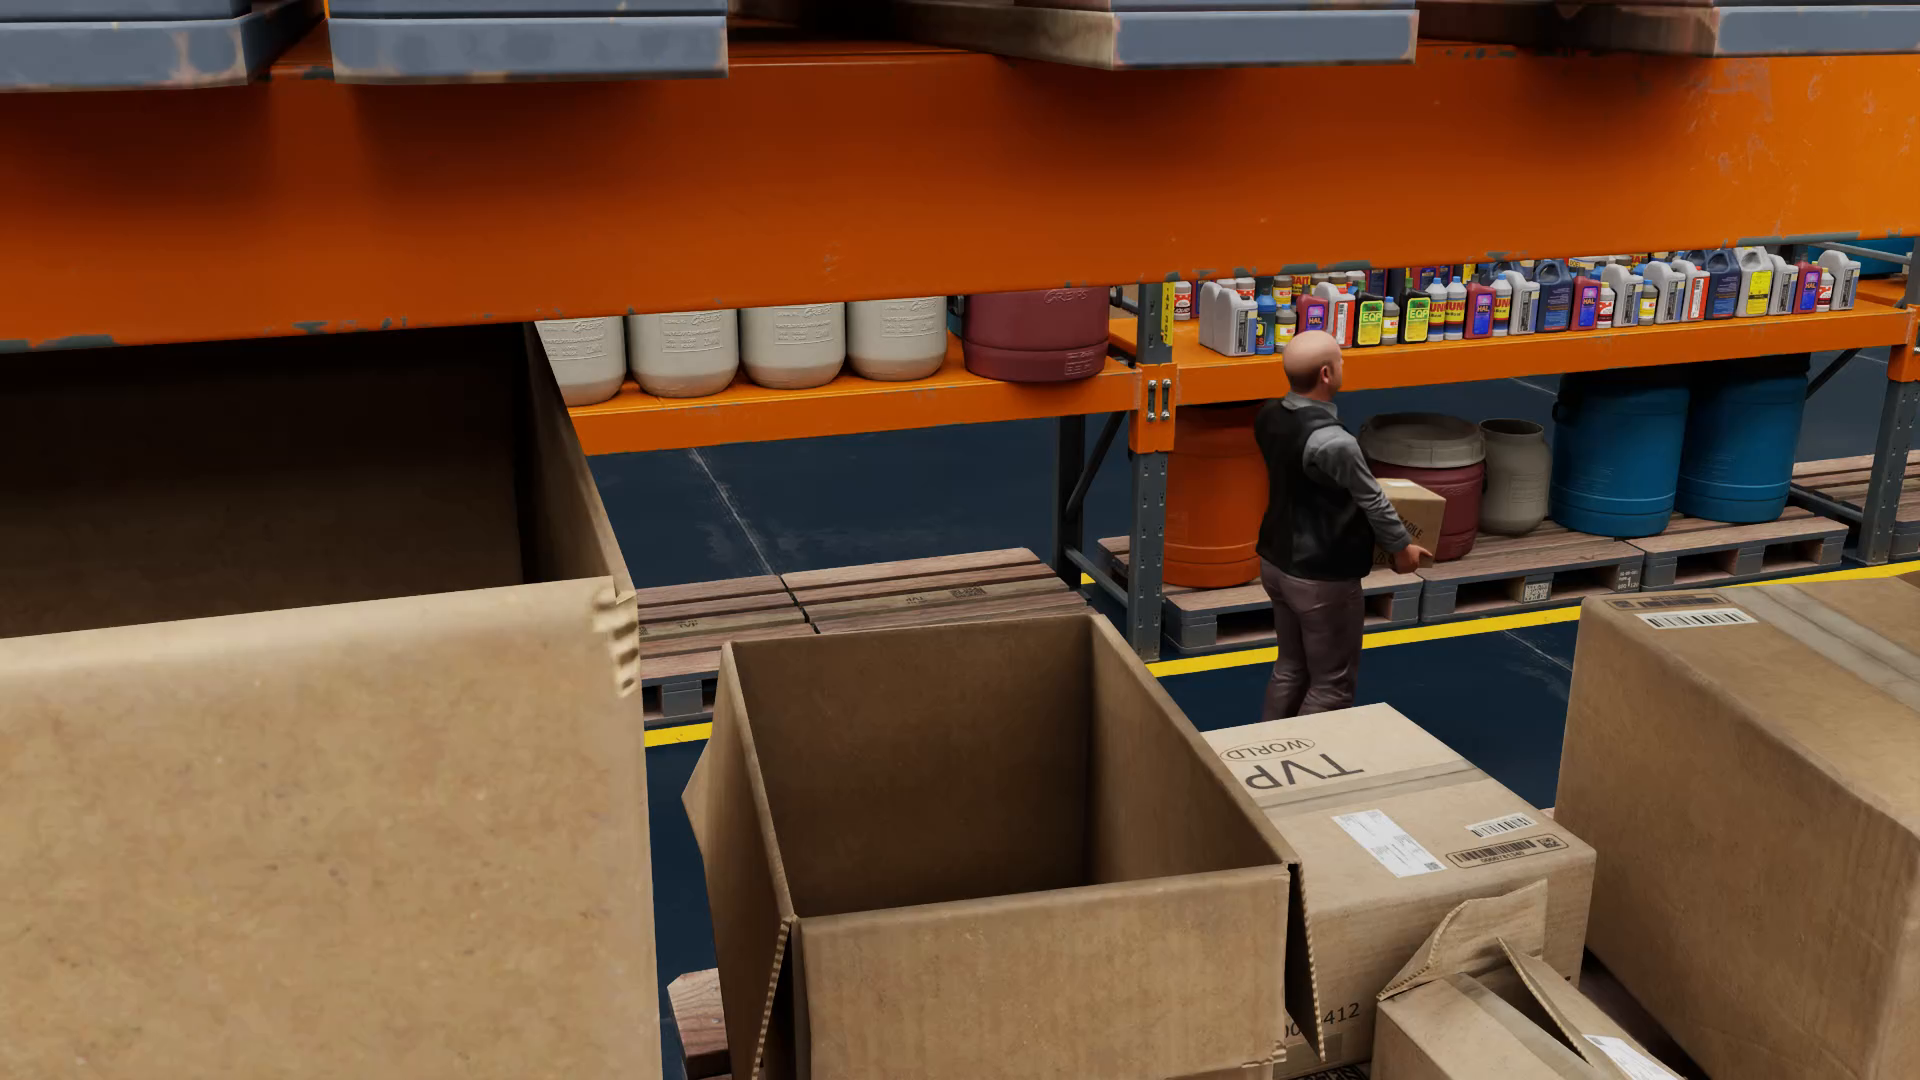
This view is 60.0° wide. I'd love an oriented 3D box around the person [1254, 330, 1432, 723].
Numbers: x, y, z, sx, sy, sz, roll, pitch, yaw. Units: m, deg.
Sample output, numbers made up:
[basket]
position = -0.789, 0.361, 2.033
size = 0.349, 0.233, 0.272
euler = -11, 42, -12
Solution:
[person]
position = 1.317, 0.104, 5.816
size = 0.558, 1.711, 0.494
euler = -6, 20, -16
